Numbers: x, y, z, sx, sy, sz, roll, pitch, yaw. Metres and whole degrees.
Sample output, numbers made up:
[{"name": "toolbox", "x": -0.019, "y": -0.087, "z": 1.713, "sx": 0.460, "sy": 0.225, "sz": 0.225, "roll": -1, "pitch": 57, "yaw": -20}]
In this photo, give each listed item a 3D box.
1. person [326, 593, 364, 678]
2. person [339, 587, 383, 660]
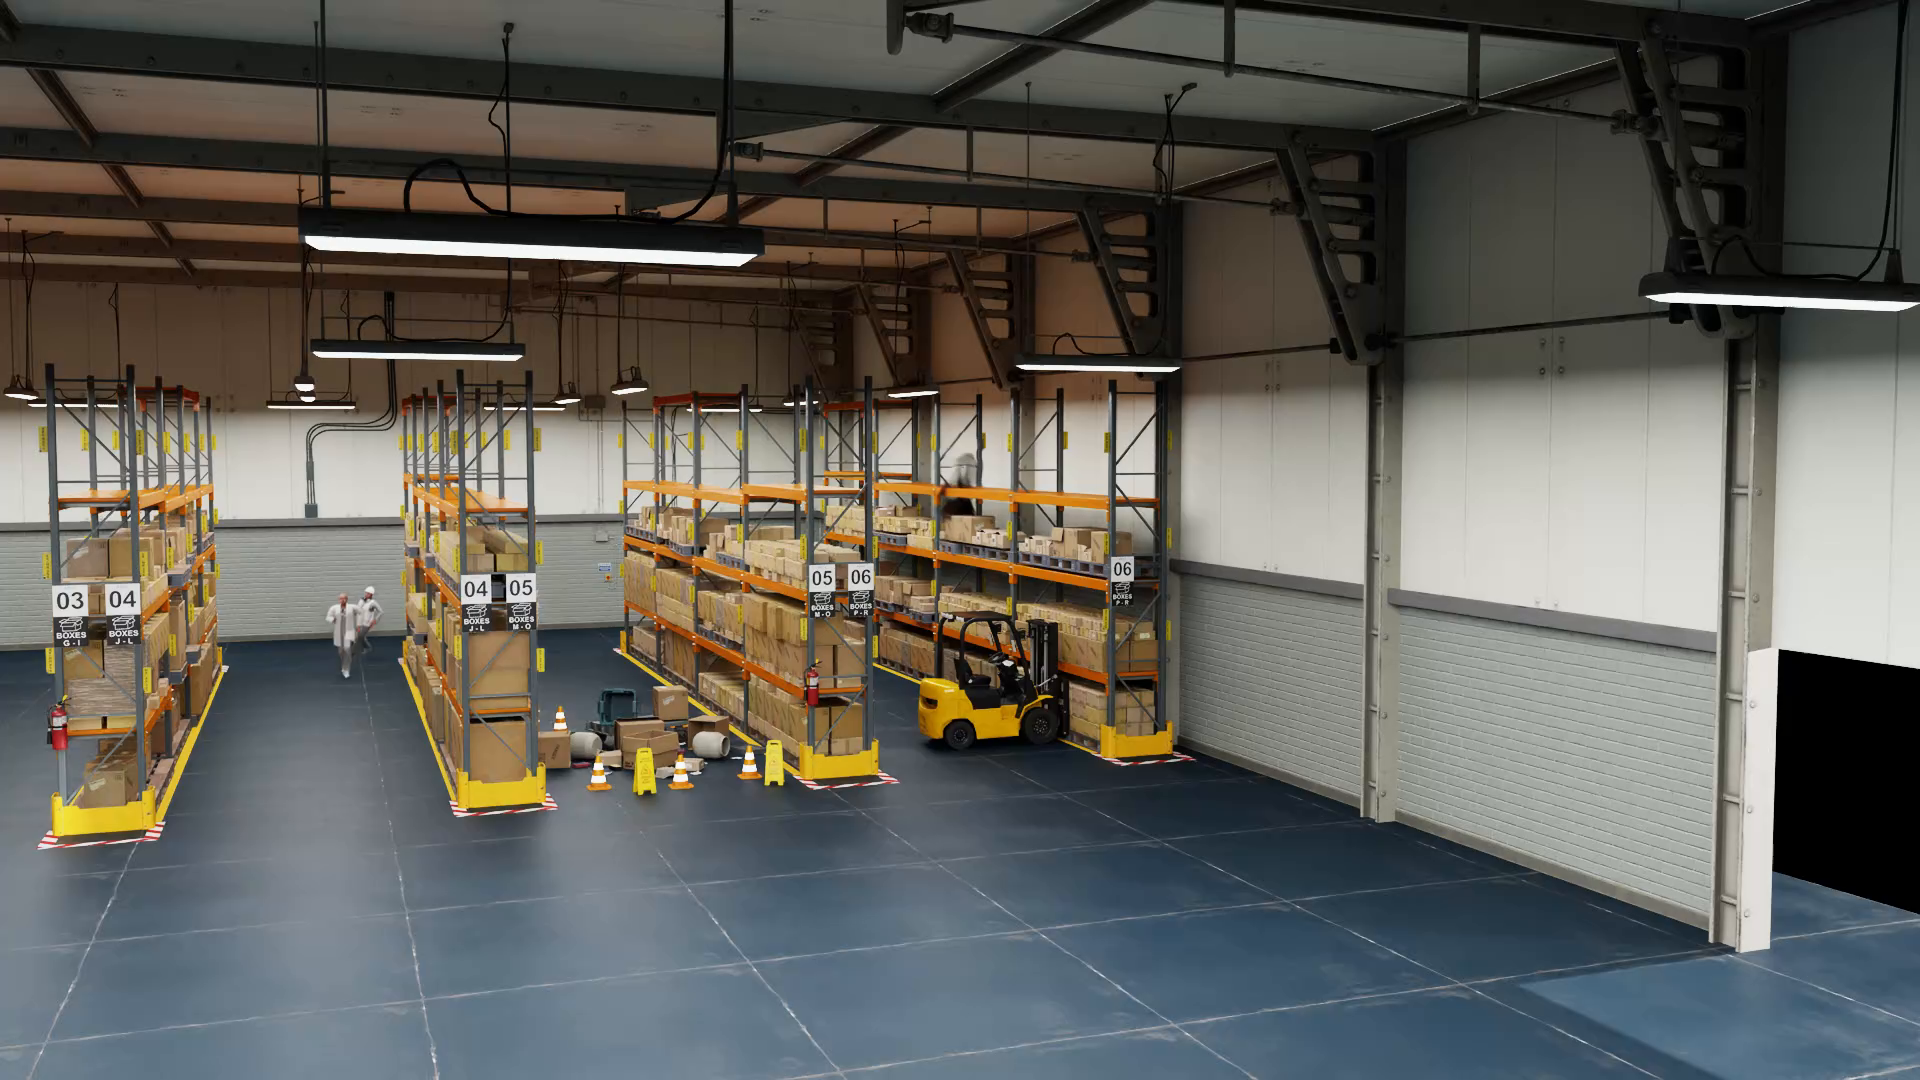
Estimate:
[{"name": "person", "x": -13.232, "y": 2.045, "z": 35.769, "sx": 0.723, "sy": 1.819, "sz": 0.906, "roll": 0, "pitch": 3, "yaw": -6}, {"name": "person", "x": -13.858, "y": 1.911, "z": 38.338, "sx": 0.911, "sy": 1.691, "sz": 0.834, "roll": -2, "pitch": 4, "yaw": -35}]
